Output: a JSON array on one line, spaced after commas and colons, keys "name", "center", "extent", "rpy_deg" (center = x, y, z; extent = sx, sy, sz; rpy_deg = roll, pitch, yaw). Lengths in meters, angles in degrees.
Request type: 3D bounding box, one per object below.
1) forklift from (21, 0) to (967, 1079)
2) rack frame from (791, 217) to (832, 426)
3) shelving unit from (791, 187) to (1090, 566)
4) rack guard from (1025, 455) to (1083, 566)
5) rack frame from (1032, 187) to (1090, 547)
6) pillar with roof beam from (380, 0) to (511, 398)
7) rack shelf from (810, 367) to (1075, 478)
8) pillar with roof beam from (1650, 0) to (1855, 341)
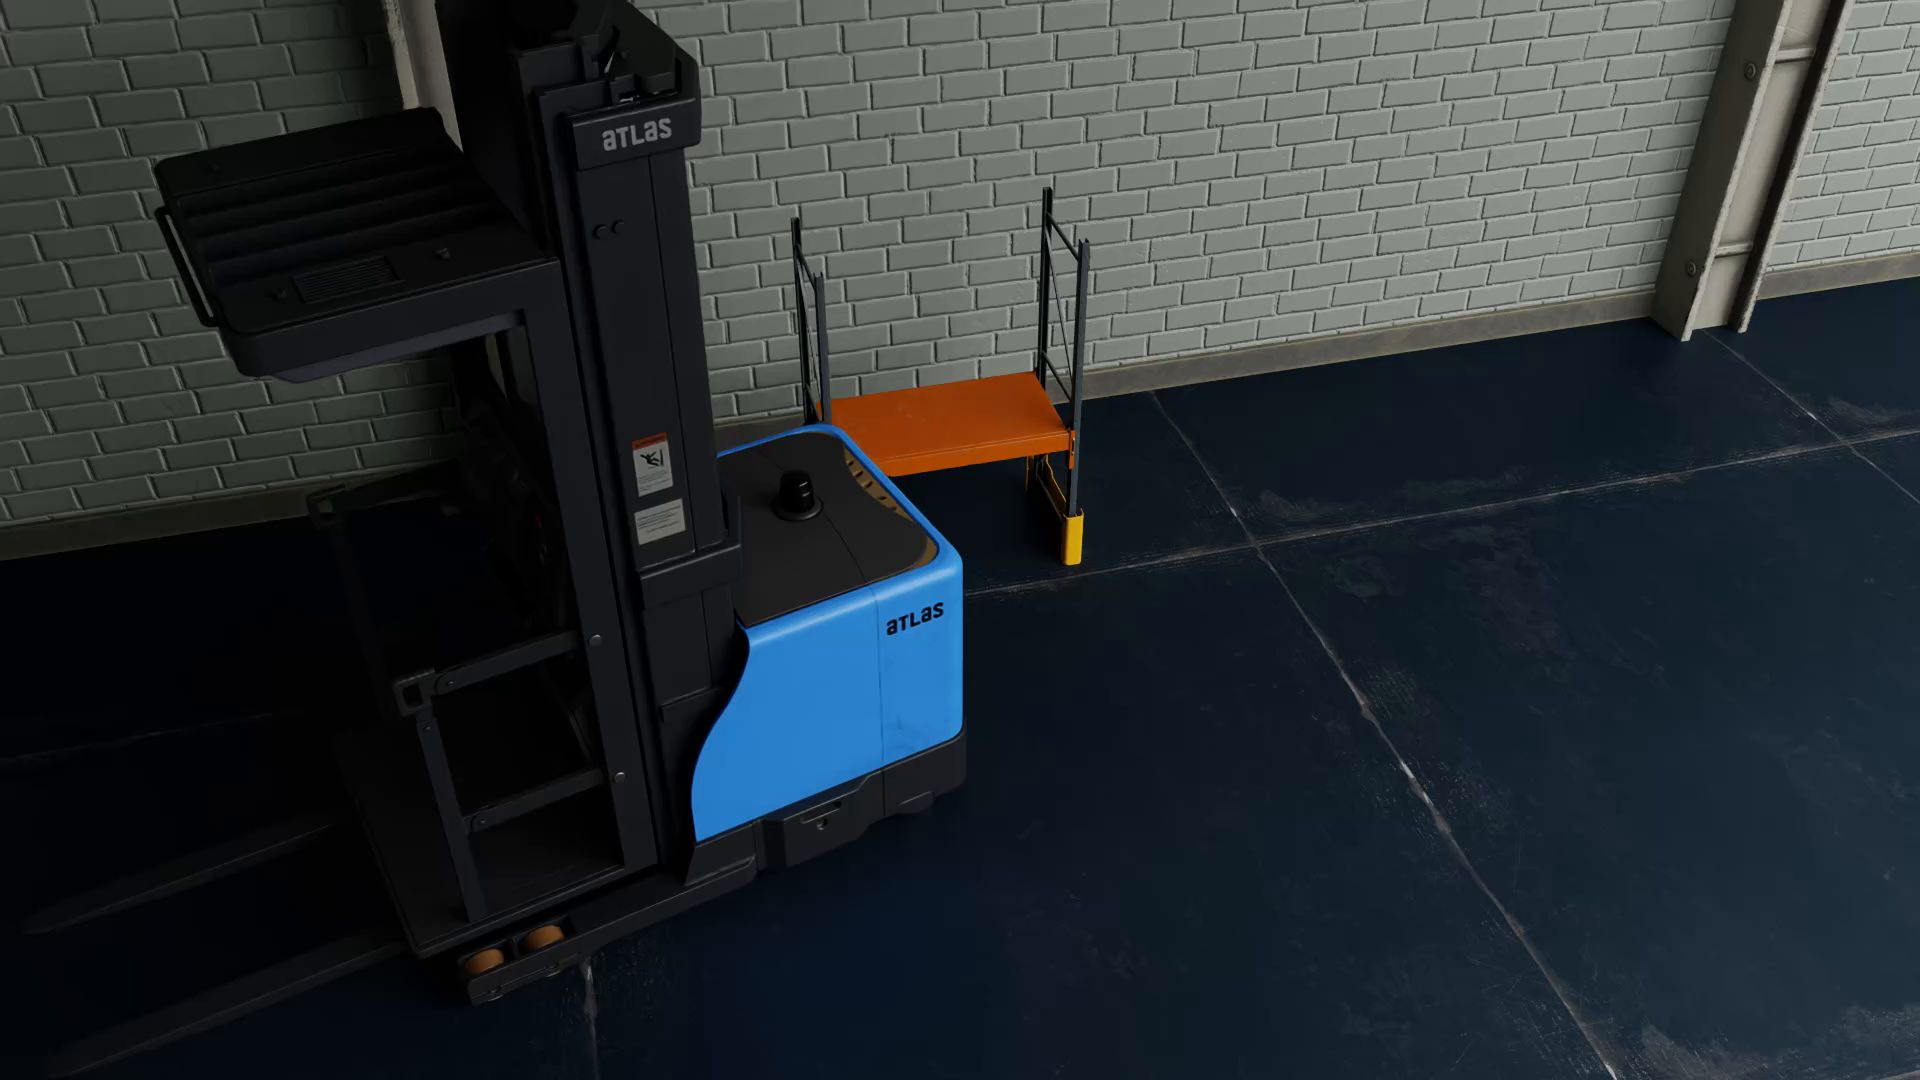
[{"name": "forklift", "center": [-1.511, -0.057, 4.913], "extent": [3.031, 2.935, 1.130], "rpy_deg": [-19, 41, -23]}, {"name": "rack frame", "center": [-0.573, -0.502, 6.671], "extent": [0.032, 1.500, 0.500], "rpy_deg": [-9, 38, -12]}, {"name": "shelving unit", "center": [-0.074, -0.584, 6.779], "extent": [1.083, 1.500, 0.587], "rpy_deg": [-9, 38, -12]}, {"name": "rack guard", "center": [0.407, -0.166, 7.261], "extent": [0.087, 0.250, 0.587], "rpy_deg": [-9, 38, -12]}, {"name": "rack frame", "center": [0.408, -0.663, 6.882], "extent": [0.032, 1.500, 0.500], "rpy_deg": [-9, 38, -12]}, {"name": "pillar with roof beam", "center": [-0.796, -1.246, 1.473], "extent": [0.400, 9.000, 9.100], "rpy_deg": [-9, 38, -12]}, {"name": "rack shelf", "center": [-0.082, -0.439, 6.886], "extent": [1.000, 0.185, 0.538], "rpy_deg": [-9, 38, -12]}, {"name": "pillar with roof beam", "center": [4.997, -2.197, 2.715], "extent": [0.400, 9.000, 9.100], "rpy_deg": [-9, 38, -12]}]
